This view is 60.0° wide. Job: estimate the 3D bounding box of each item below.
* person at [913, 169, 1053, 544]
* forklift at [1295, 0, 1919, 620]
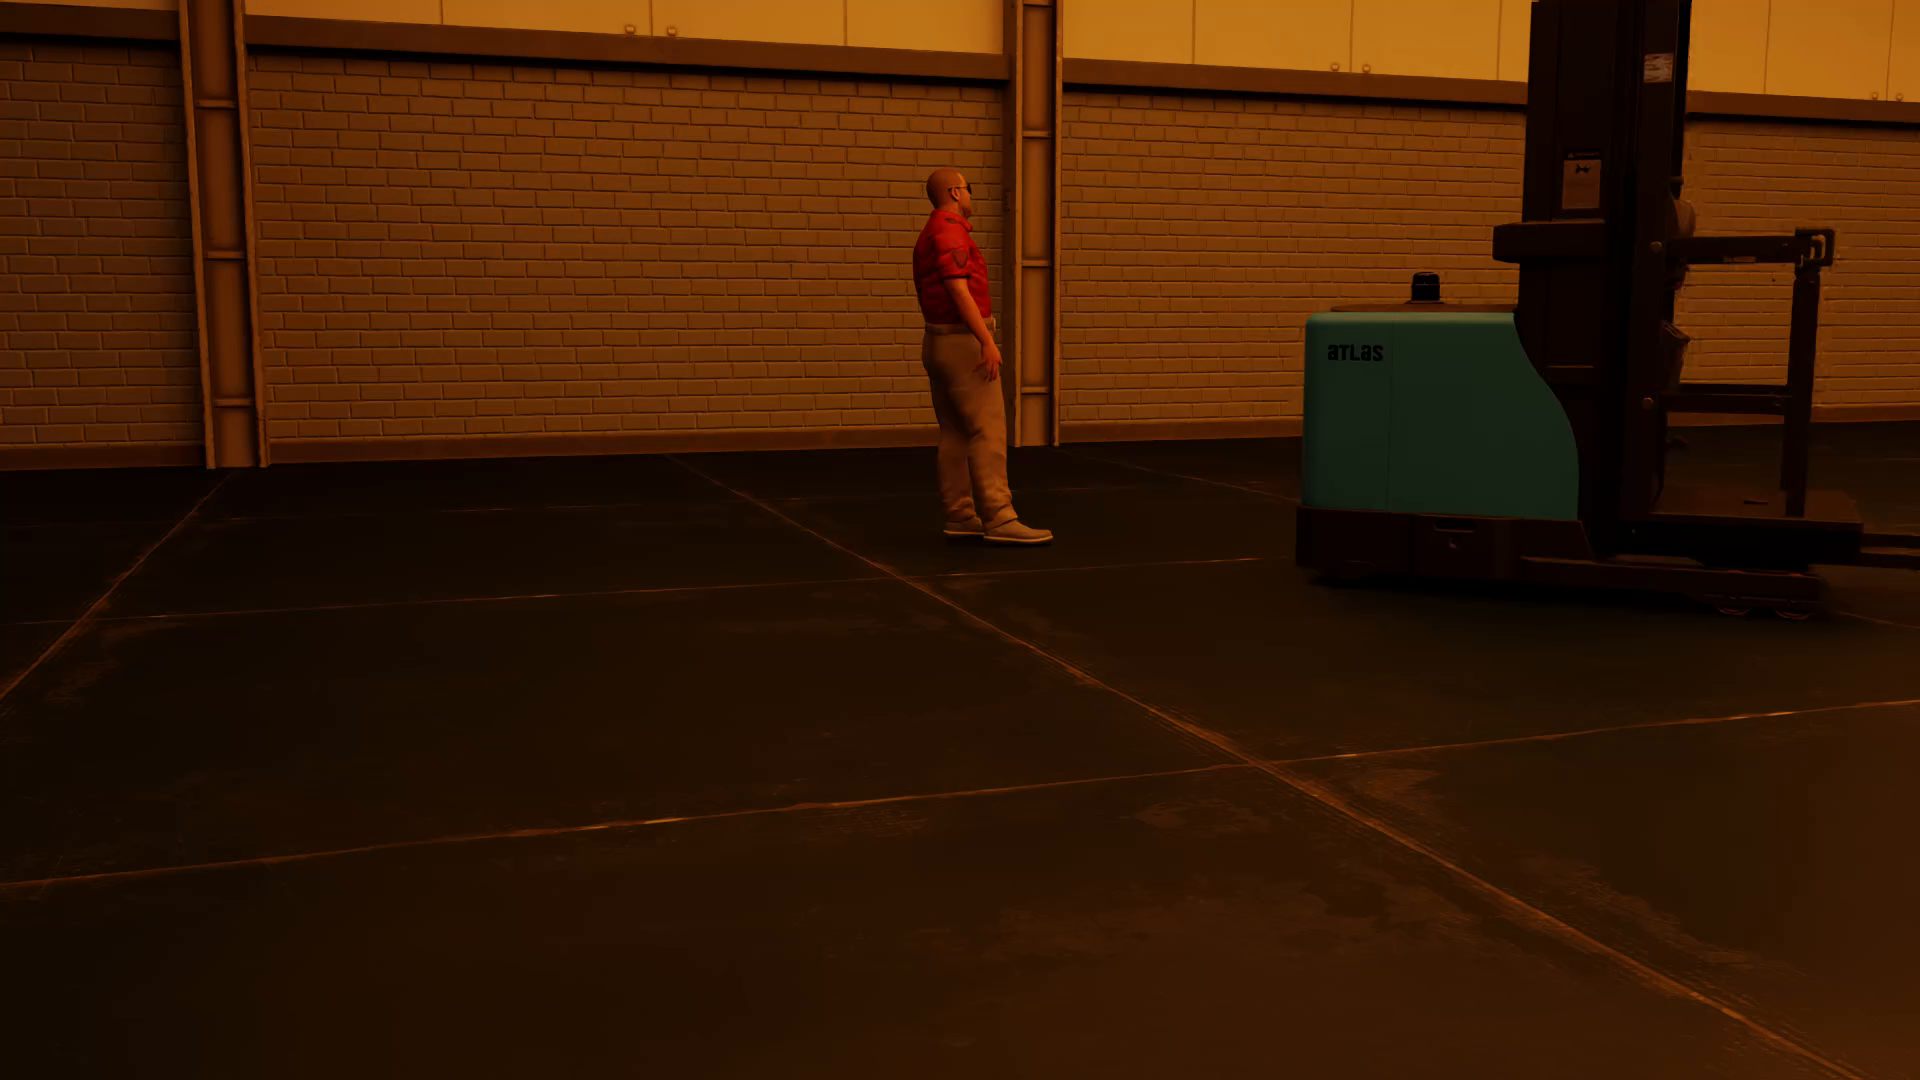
[{"bbox_3d":[0.089,-0.866,7.823,0.551,1.727,0.640,-3,8,-18],"label":"person"},{"bbox_3d":[2.903,-1.252,6.251,3.031,2.935,1.130,4,9,25],"label":"forklift"}]
